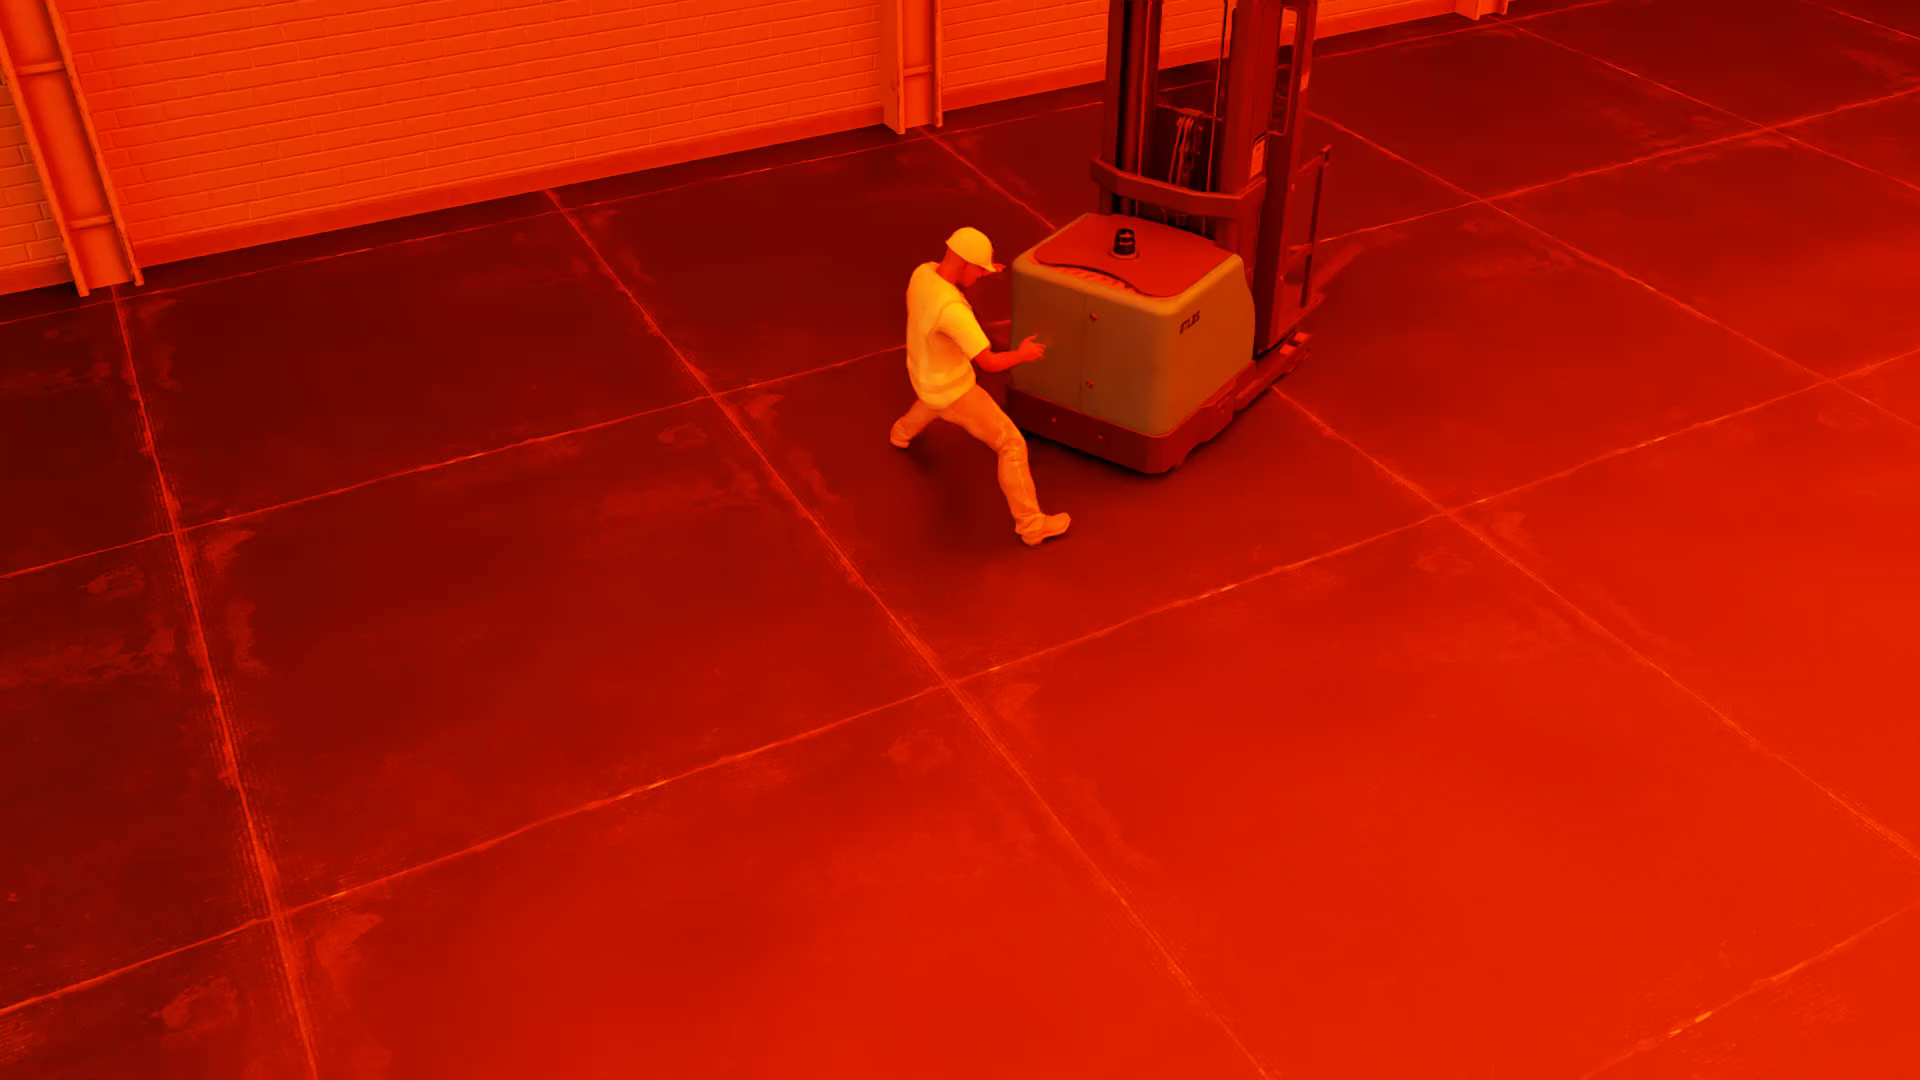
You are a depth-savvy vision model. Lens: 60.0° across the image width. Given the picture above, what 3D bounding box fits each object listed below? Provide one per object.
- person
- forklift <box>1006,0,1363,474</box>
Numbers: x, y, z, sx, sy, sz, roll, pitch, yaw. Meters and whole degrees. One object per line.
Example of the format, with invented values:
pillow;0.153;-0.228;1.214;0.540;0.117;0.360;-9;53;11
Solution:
person;0.073;-0.933;8.644;0.722;1.543;1.293;-11;37;-15
forklift;1.526;-2.359;9.460;1.130;2.935;3.031;22;41;28
